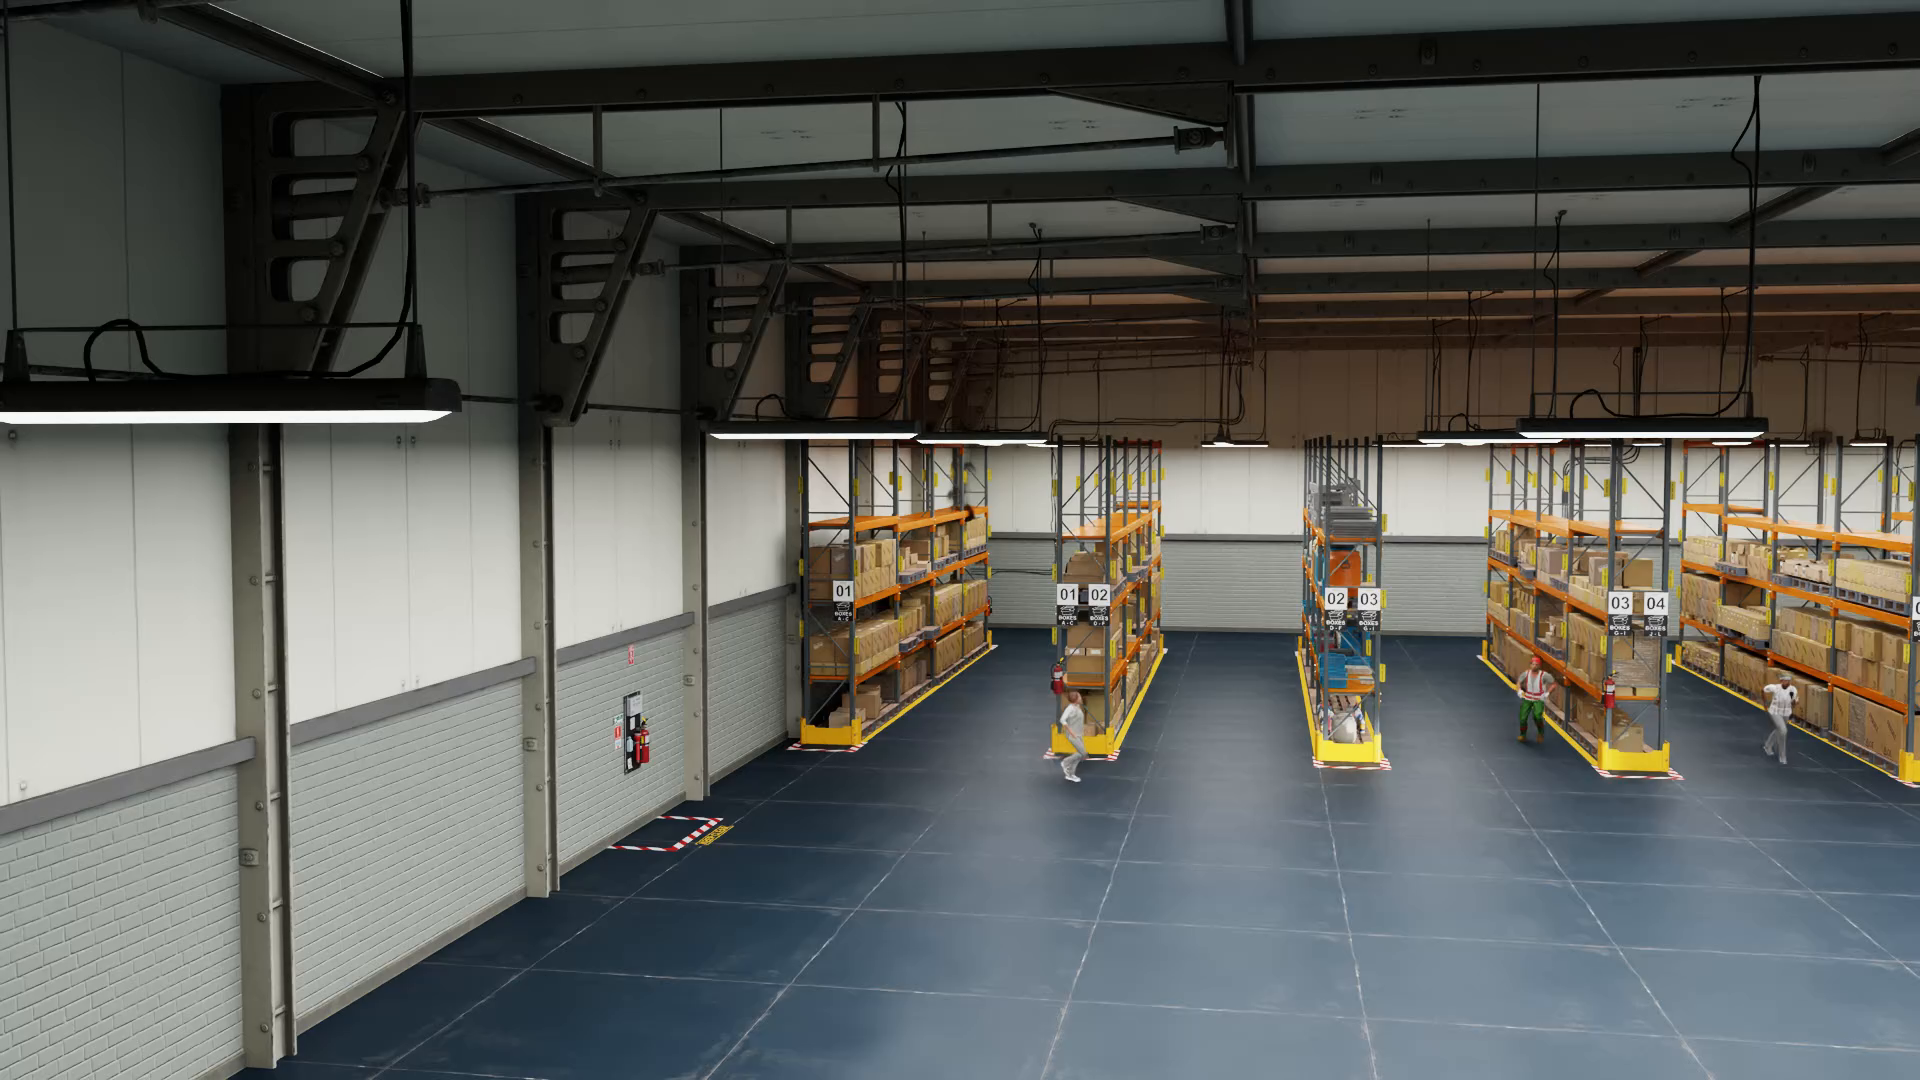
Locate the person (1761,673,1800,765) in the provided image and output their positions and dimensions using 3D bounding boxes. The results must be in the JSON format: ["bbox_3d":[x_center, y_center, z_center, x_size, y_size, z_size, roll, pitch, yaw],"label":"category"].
[{"bbox_3d":[15.078,3.251,30.629,0.572,1.686,0.925,0,3,-4],"label":"person"}]

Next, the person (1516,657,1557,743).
[{"bbox_3d":[11.202,3.119,32.388,0.757,1.692,0.646,2,4,31],"label":"person"}]

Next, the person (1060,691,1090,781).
[{"bbox_3d":[1.988,3.400,28.753,0.486,1.550,0.543,2,3,26],"label":"person"}]
